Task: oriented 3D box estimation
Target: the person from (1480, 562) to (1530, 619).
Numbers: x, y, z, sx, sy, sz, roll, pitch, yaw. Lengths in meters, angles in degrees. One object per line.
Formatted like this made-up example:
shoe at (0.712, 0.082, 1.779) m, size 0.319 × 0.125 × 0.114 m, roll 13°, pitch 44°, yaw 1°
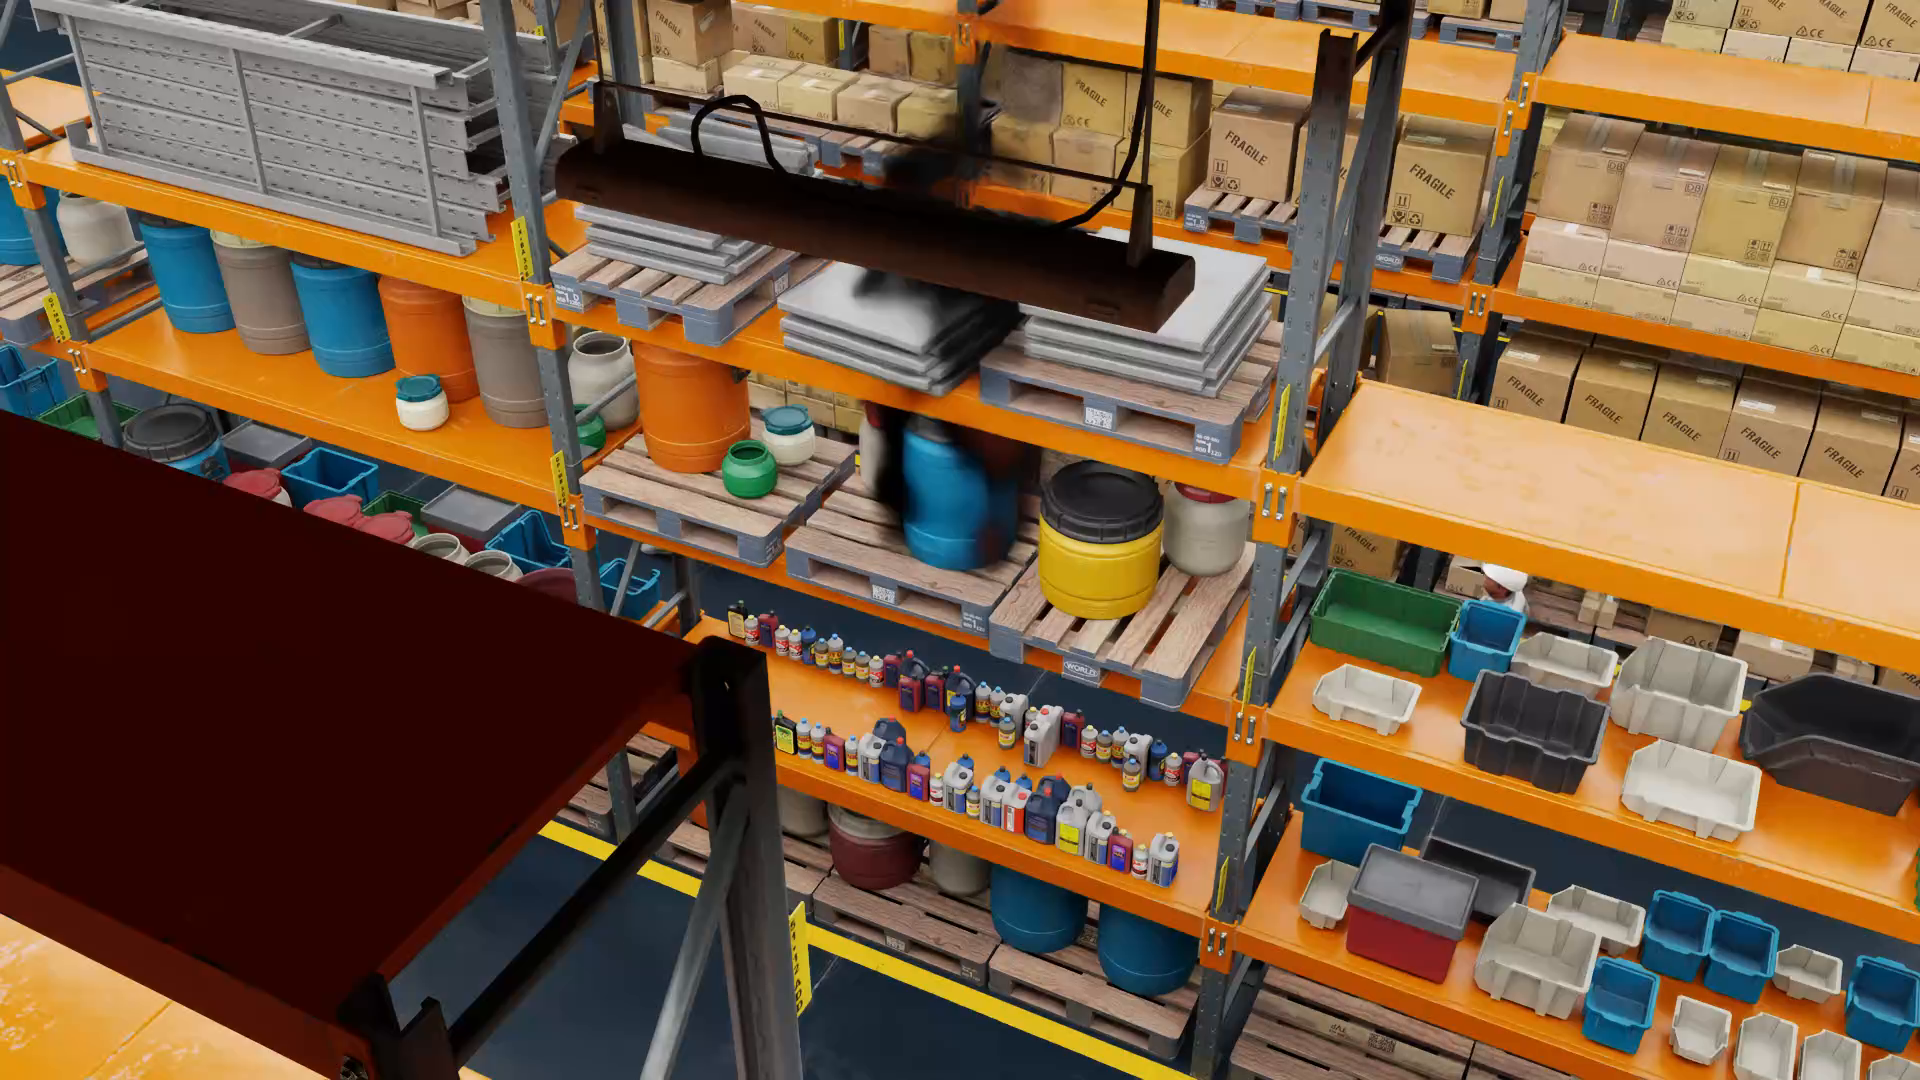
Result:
person at (3.559, 0.849, 11.138) m, size 0.782 × 1.744 × 0.660 m, roll 13°, pitch 37°, yaw 18°

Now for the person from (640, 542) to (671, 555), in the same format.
person at (-2.294, -0.592, 13.194) m, size 0.758 × 1.773 × 0.708 m, roll 10°, pitch 36°, yaw 14°
